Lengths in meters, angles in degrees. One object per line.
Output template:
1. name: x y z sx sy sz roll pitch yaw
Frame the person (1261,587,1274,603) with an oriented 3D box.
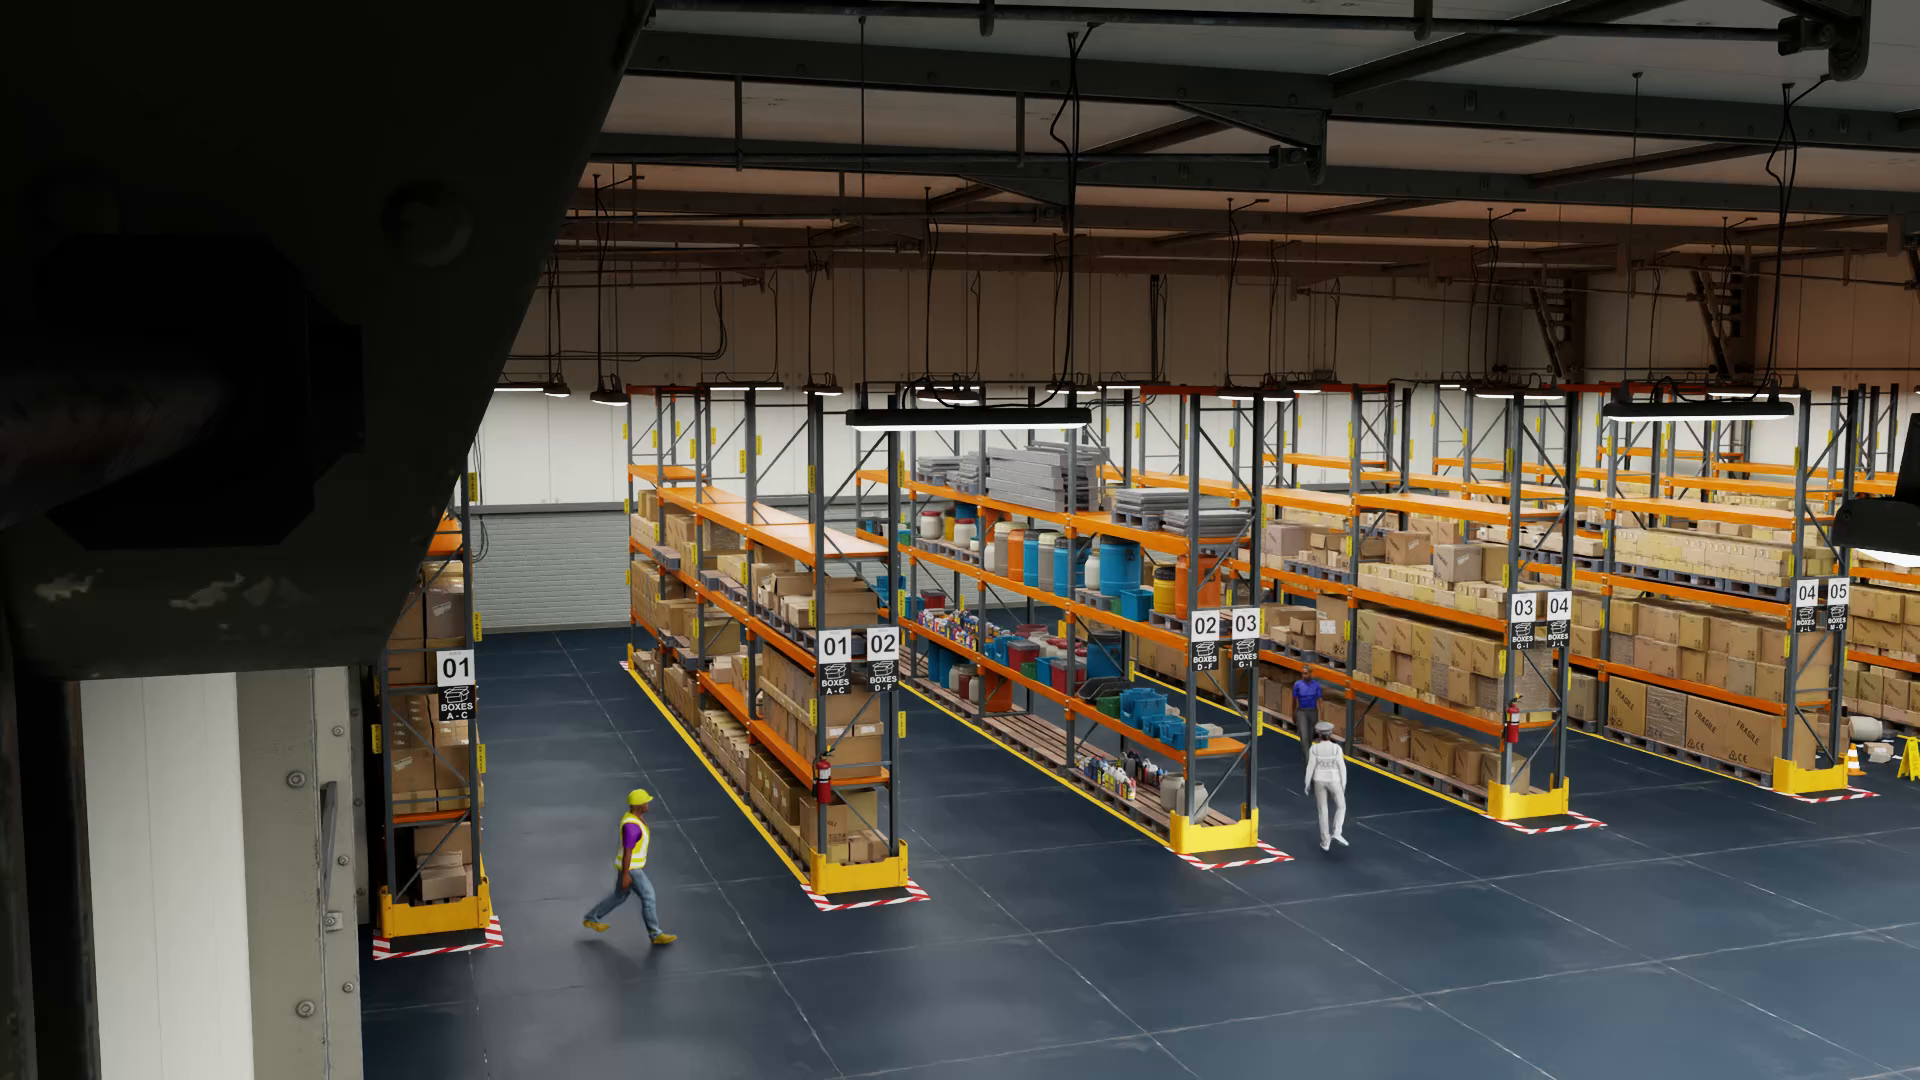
1. person: 7.525 1.213 41.172 0.914 1.739 0.563 -2 6 -15

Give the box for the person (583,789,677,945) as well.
1. person: -3.658 3.591 18.346 1.098 1.715 0.585 0 6 2

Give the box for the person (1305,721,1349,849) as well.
1. person: 4.844 3.239 21.933 0.607 1.657 0.434 2 6 20

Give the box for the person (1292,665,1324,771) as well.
1. person: 5.519 2.789 26.303 0.471 1.623 0.869 0 6 -2
